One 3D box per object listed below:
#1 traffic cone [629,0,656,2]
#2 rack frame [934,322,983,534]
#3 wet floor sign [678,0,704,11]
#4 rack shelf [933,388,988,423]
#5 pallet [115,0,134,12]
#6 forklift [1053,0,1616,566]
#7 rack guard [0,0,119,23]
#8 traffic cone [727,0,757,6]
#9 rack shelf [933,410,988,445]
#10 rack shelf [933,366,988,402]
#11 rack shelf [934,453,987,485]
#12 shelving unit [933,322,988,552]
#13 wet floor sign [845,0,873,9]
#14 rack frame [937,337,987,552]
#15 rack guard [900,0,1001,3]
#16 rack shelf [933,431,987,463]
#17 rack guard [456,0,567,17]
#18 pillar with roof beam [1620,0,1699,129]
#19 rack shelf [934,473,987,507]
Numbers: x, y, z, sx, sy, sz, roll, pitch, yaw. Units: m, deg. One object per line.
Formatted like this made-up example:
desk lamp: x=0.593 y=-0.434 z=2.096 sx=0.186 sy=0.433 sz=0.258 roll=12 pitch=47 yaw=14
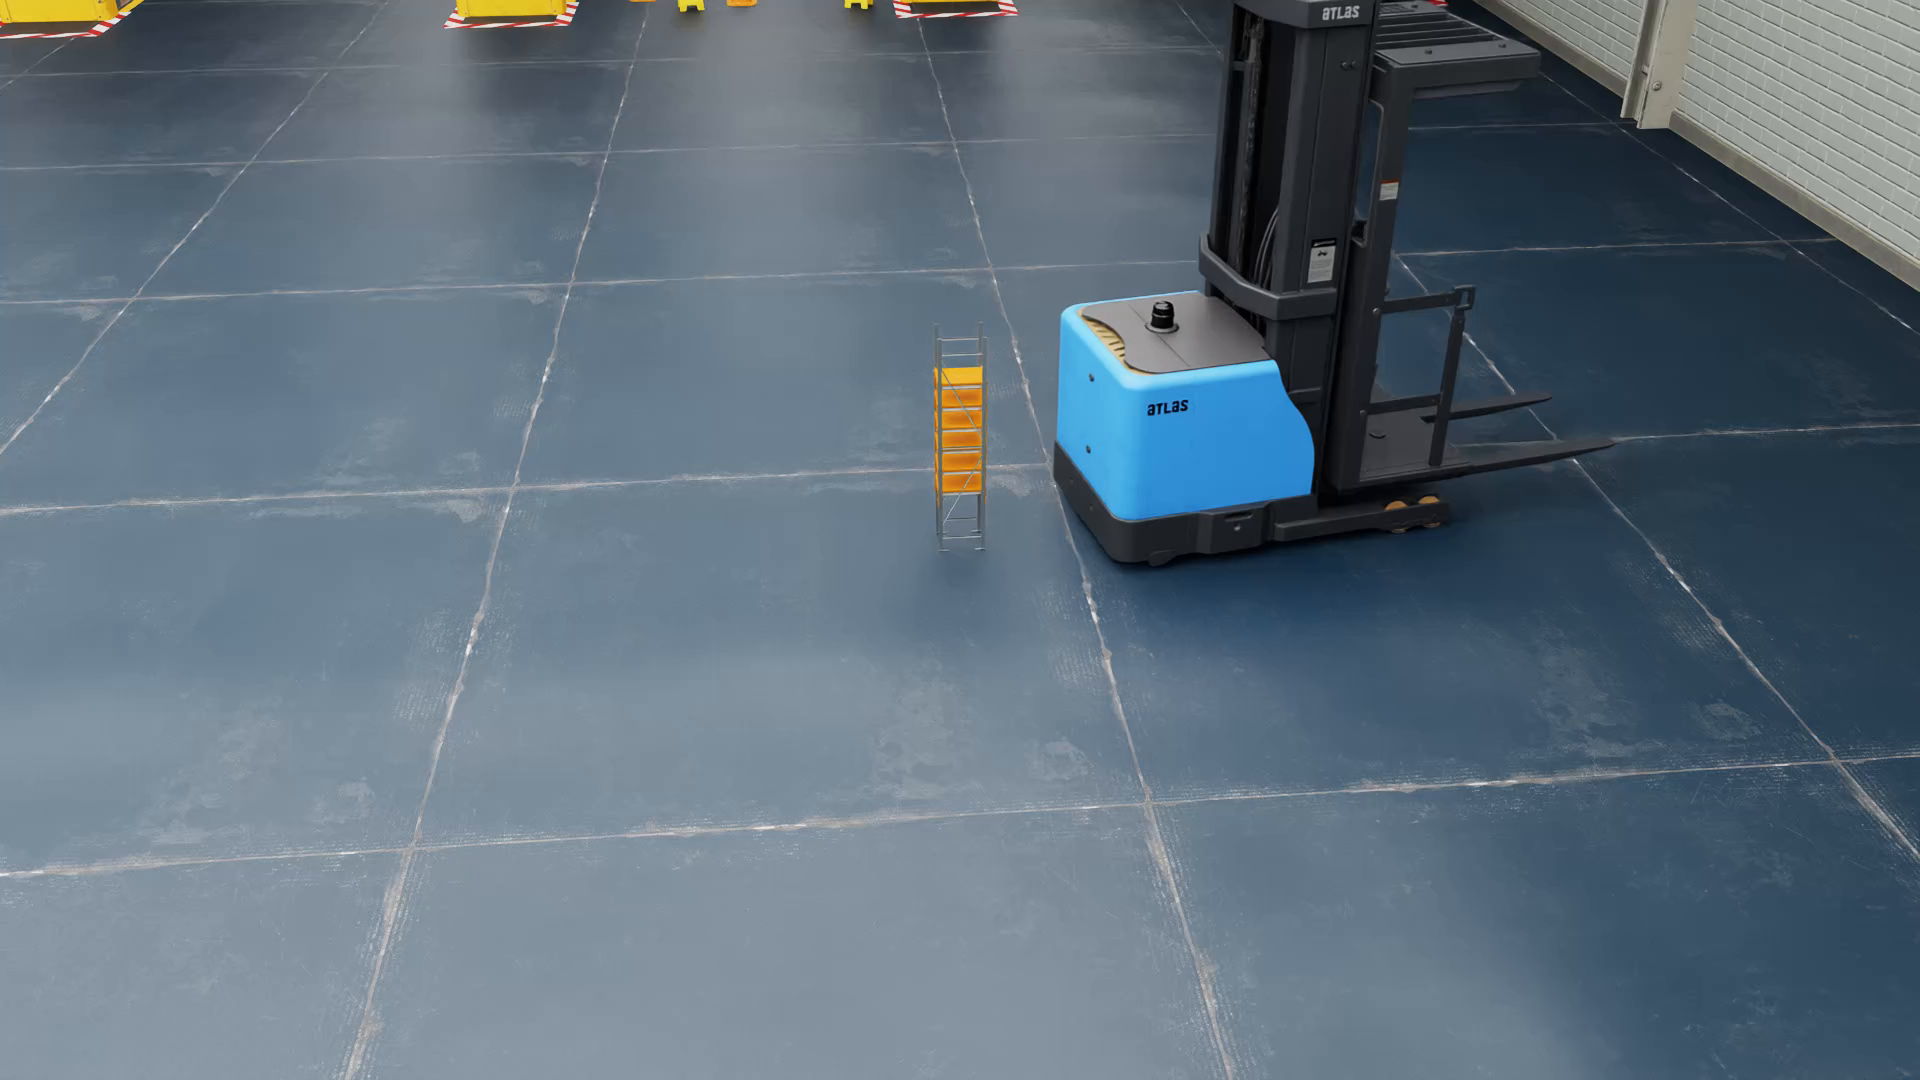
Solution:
traffic cone: x=-3.656 y=-6.476 z=19.140 sx=0.336 sy=0.463 sz=0.334 roll=-3 pitch=31 yaw=-5
rack frame: x=-0.007 y=-0.554 z=8.508 sx=0.240 sy=1.200 sz=0.006 roll=-3 pitch=31 yaw=-5
wet floor sign: x=-3.046 y=-6.295 z=18.660 sx=0.267 sy=0.644 sz=0.232 roll=-8 pitch=32 yaw=-13
rack shelf: x=0.001 y=-0.676 z=8.330 sx=0.258 sy=0.103 sz=0.180 roll=-3 pitch=31 yaw=-5
pallet: x=-10.016 y=-6.298 z=19.088 sx=1.003 sy=0.211 sz=1.213 roll=-3 pitch=31 yaw=-5
forklift: x=2.090 y=-1.546 z=8.479 sx=3.031 sy=2.935 sz=1.130 roll=-9 pitch=32 yaw=-14
rack guard: x=-9.975 y=-6.005 z=18.316 sx=1.175 sy=0.500 sz=0.348 roll=-3 pitch=31 yaw=-5
traffic cone: x=-2.500 y=-6.356 z=18.940 sx=0.336 sy=0.463 sz=0.334 roll=-3 pitch=31 yaw=-5
rack shelf: x=0.001 y=-0.573 z=8.391 sx=0.258 sy=0.103 sz=0.180 roll=-3 pitch=31 yaw=-5
rack shelf: x=0.001 y=-0.779 z=8.268 sx=0.258 sy=0.103 sz=0.180 roll=-3 pitch=31 yaw=-5
rack shelf: x=0.001 y=-0.367 z=8.514 sx=0.258 sy=0.103 sz=0.180 roll=-3 pitch=31 yaw=-5
shelving unit: x=0.001 y=-0.508 z=8.430 sx=0.258 sy=1.200 sz=0.189 roll=-3 pitch=31 yaw=-5
wet floor sign: x=-1.149 y=-6.355 z=18.761 sx=0.267 sy=0.644 sz=0.232 roll=8 pitch=32 yaw=13
rack frame: x=0.010 y=-0.461 z=8.352 sx=0.240 sy=1.200 sz=0.006 roll=-3 pitch=31 yaw=-5
rack guard: x=-0.109 y=-6.480 z=19.111 sx=1.175 sy=0.500 sz=0.348 roll=-3 pitch=31 yaw=-5
rack shelf: x=0.001 y=-0.470 z=8.453 sx=0.258 sy=0.103 sz=0.180 roll=-3 pitch=31 yaw=-5
rack guard: x=-5.018 y=-6.140 z=18.542 sx=1.175 sy=0.500 sz=0.348 roll=-3 pitch=31 yaw=-5
pillar with roof beam: x=1.947 y=-7.459 z=12.462 sx=9.100 sy=9.000 sz=0.400 roll=-3 pitch=31 yaw=-5
rack shelf: x=0.001 y=-0.264 z=8.576 sx=0.258 sy=0.103 sz=0.180 roll=-3 pitch=31 yaw=-5
